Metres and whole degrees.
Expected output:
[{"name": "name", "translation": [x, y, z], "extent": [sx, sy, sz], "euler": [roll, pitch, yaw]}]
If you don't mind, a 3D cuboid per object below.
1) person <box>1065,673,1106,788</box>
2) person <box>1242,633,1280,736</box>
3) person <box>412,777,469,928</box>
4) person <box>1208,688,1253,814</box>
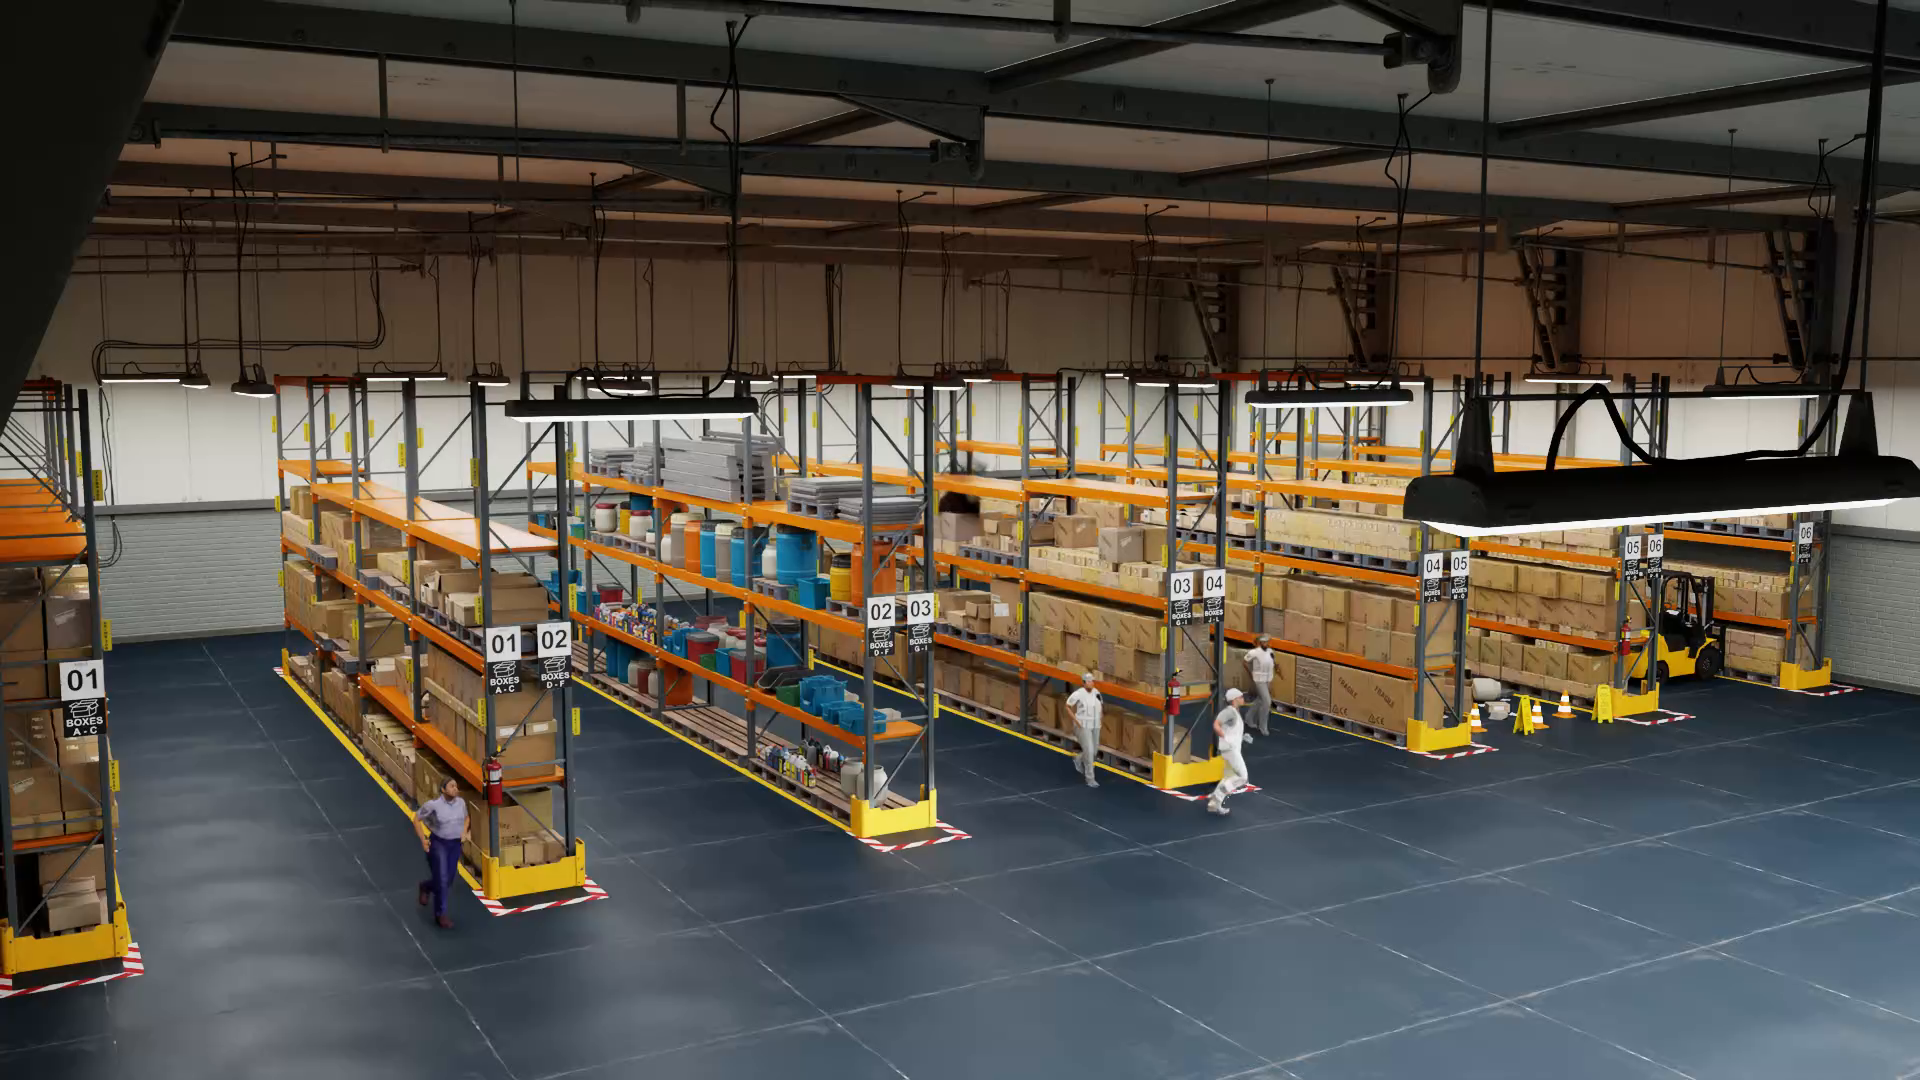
[{"name": "person", "translation": [1.889, 2.806, 24.861], "extent": [0.623, 1.672, 0.763], "euler": [-4, 7, -30]}, {"name": "person", "translation": [5.118, 2.429, 28.173], "extent": [0.546, 1.766, 0.756], "euler": [-4, 8, -36]}, {"name": "person", "translation": [-5.831, 3.479, 18.829], "extent": [0.805, 1.614, 0.656], "euler": [6, 8, 42]}, {"name": "person", "translation": [3.790, 2.927, 23.226], "extent": [0.579, 1.696, 0.723], "euler": [2, 6, 14]}]
